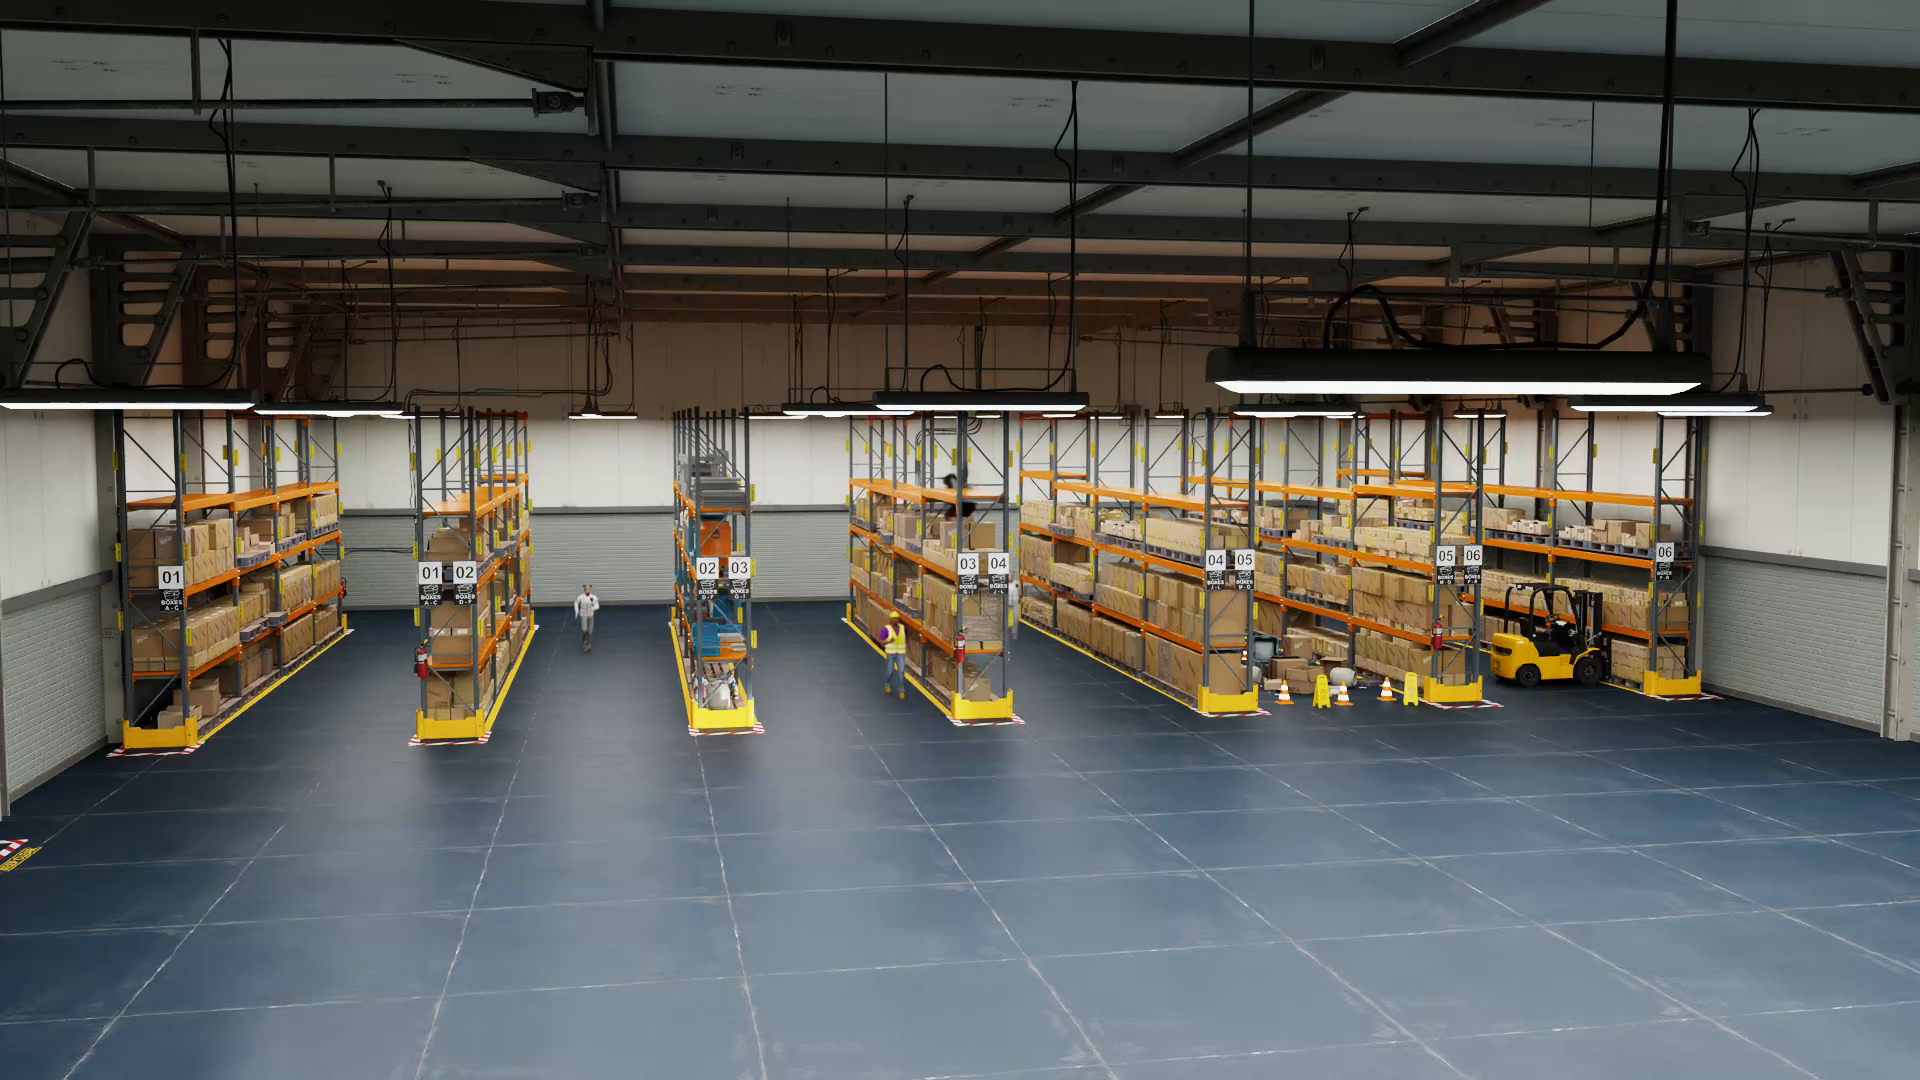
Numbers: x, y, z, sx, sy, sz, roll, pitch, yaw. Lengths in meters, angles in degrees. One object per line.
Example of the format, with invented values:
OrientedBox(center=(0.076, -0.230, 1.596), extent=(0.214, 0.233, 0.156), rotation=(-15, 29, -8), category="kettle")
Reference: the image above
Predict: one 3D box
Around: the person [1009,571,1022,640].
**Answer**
OrientedBox(center=(1.342, 1.710, 44.045), extent=(0.671, 1.795, 0.969), rotation=(-1, 4, -9), category="person")

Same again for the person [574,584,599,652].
OrientedBox(center=(-9.290, 1.938, 41.455), extent=(0.574, 1.714, 0.783), rotation=(-1, 4, -19), category="person")

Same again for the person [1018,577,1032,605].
OrientedBox(center=(2.015, 1.327, 49.883), extent=(0.845, 1.735, 0.725), rotation=(0, 4, -3), category="person")

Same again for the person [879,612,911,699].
OrientedBox(center=(-1.340, 2.320, 34.464), extent=(0.697, 1.678, 0.951), rotation=(-1, 4, -14), category="person")
